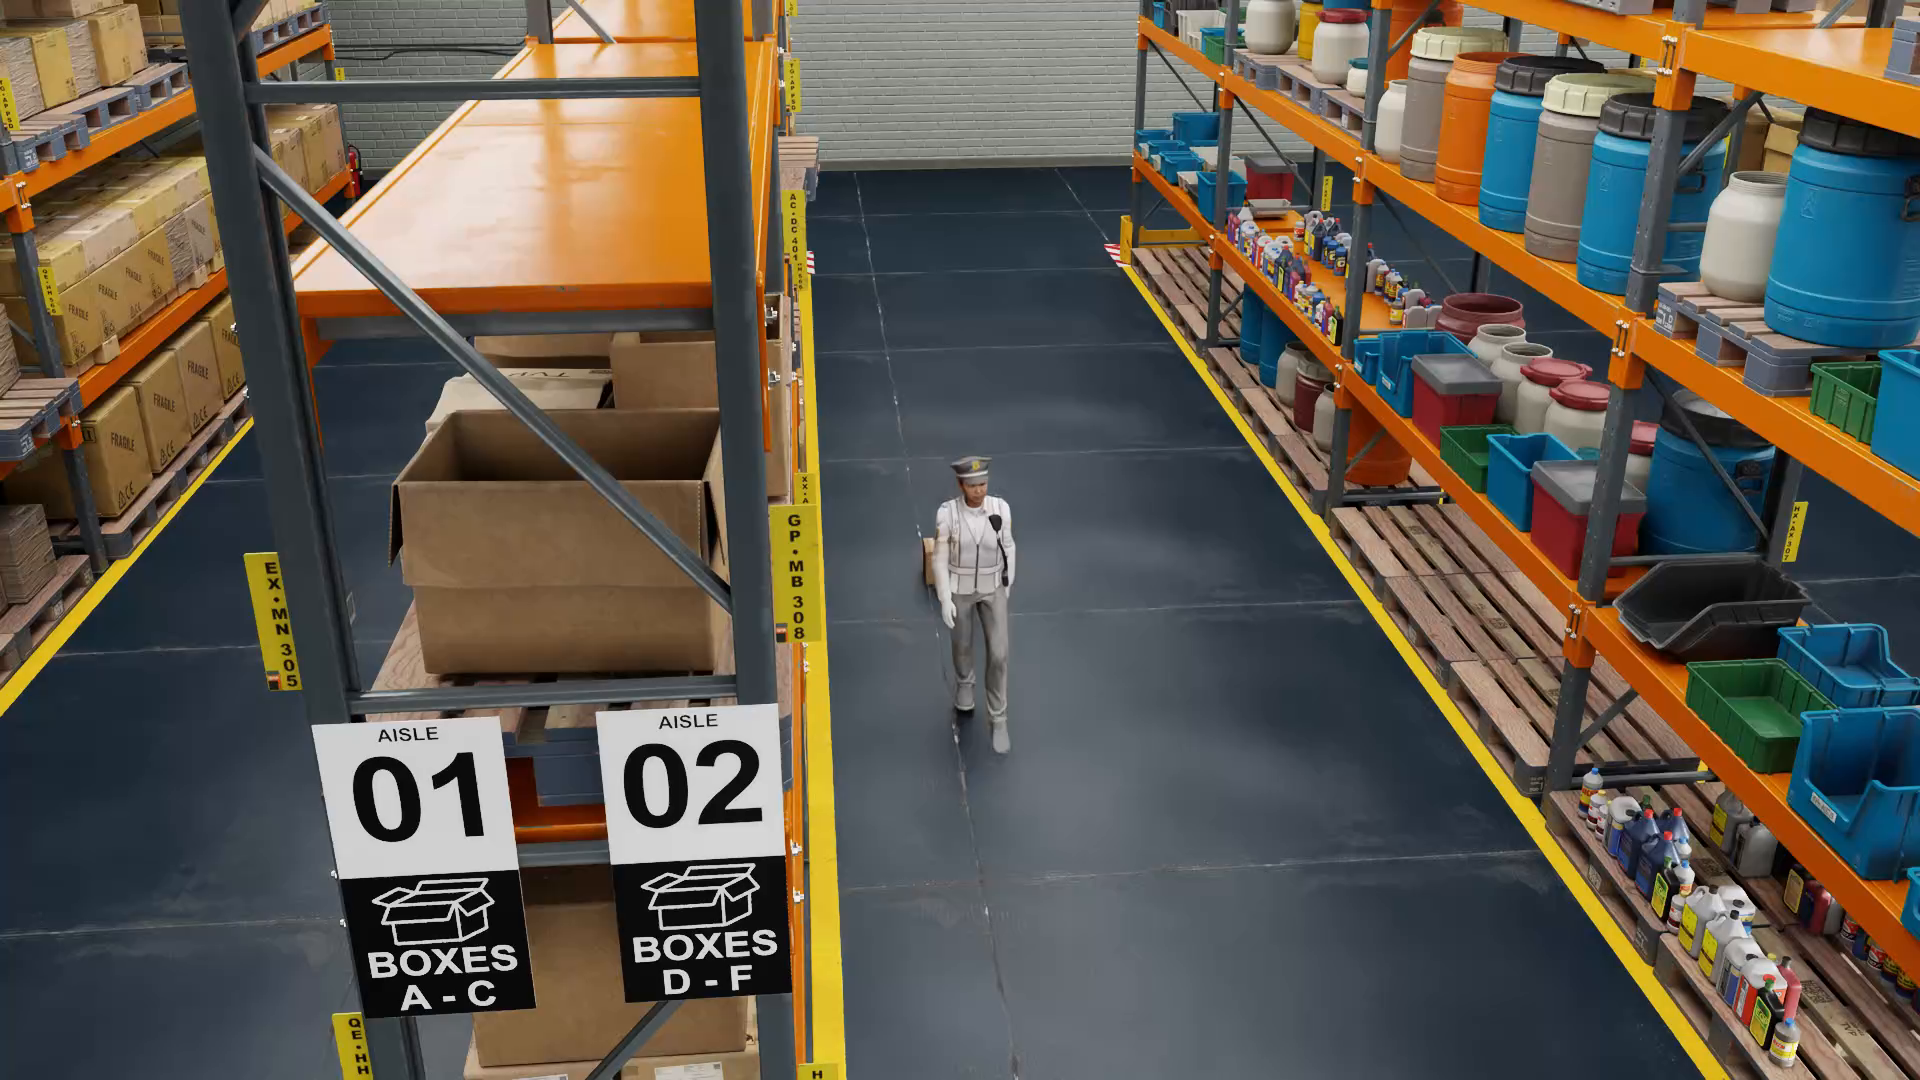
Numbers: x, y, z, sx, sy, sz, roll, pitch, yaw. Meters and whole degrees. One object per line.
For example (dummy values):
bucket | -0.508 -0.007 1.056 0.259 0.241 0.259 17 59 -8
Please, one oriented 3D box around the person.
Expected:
person | 0.085 0.331 9.546 0.500 1.722 0.724 -2 24 -5
